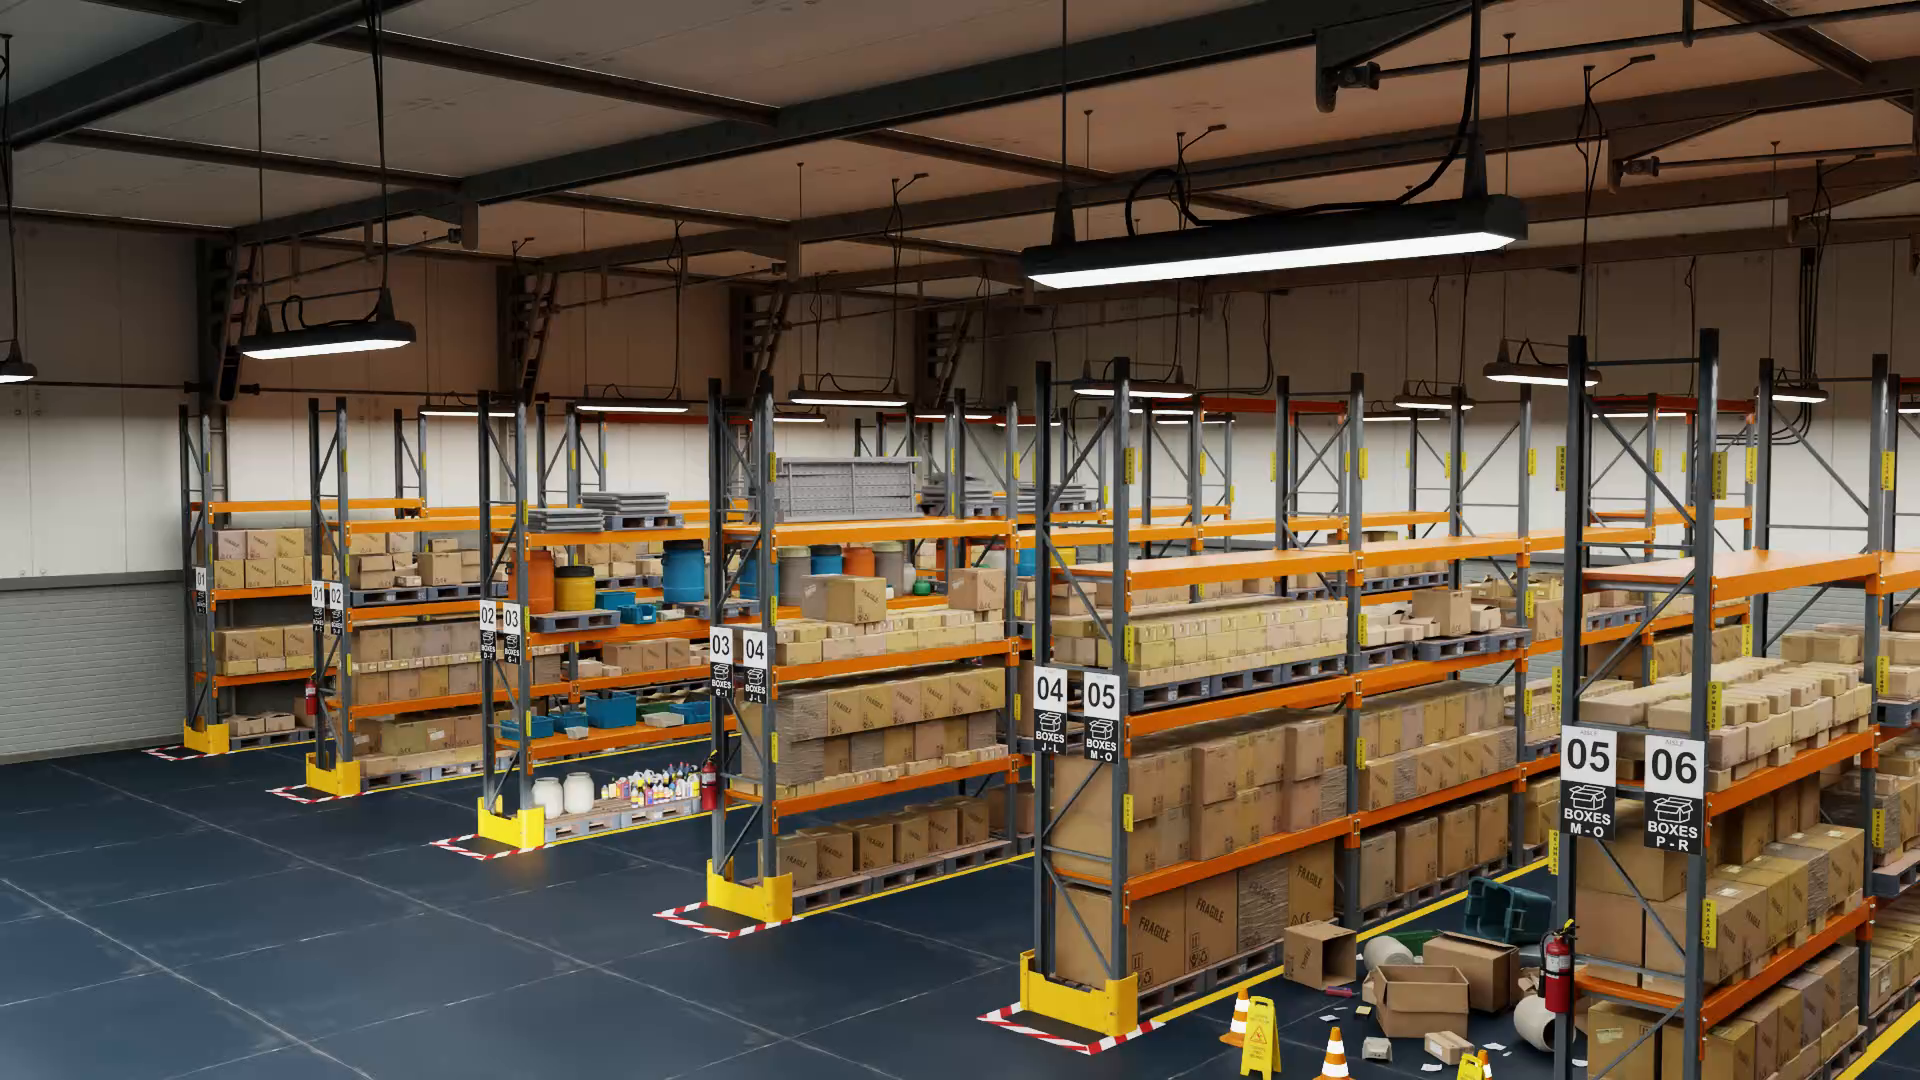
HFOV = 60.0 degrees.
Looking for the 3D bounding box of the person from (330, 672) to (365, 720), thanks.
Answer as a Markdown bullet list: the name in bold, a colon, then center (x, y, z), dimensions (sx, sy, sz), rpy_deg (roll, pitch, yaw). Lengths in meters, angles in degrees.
- **person**: center (-10.163, 2.920, 27.569), dimensions (0.715, 1.590, 0.820), rpy_deg (1, 3, 12)
